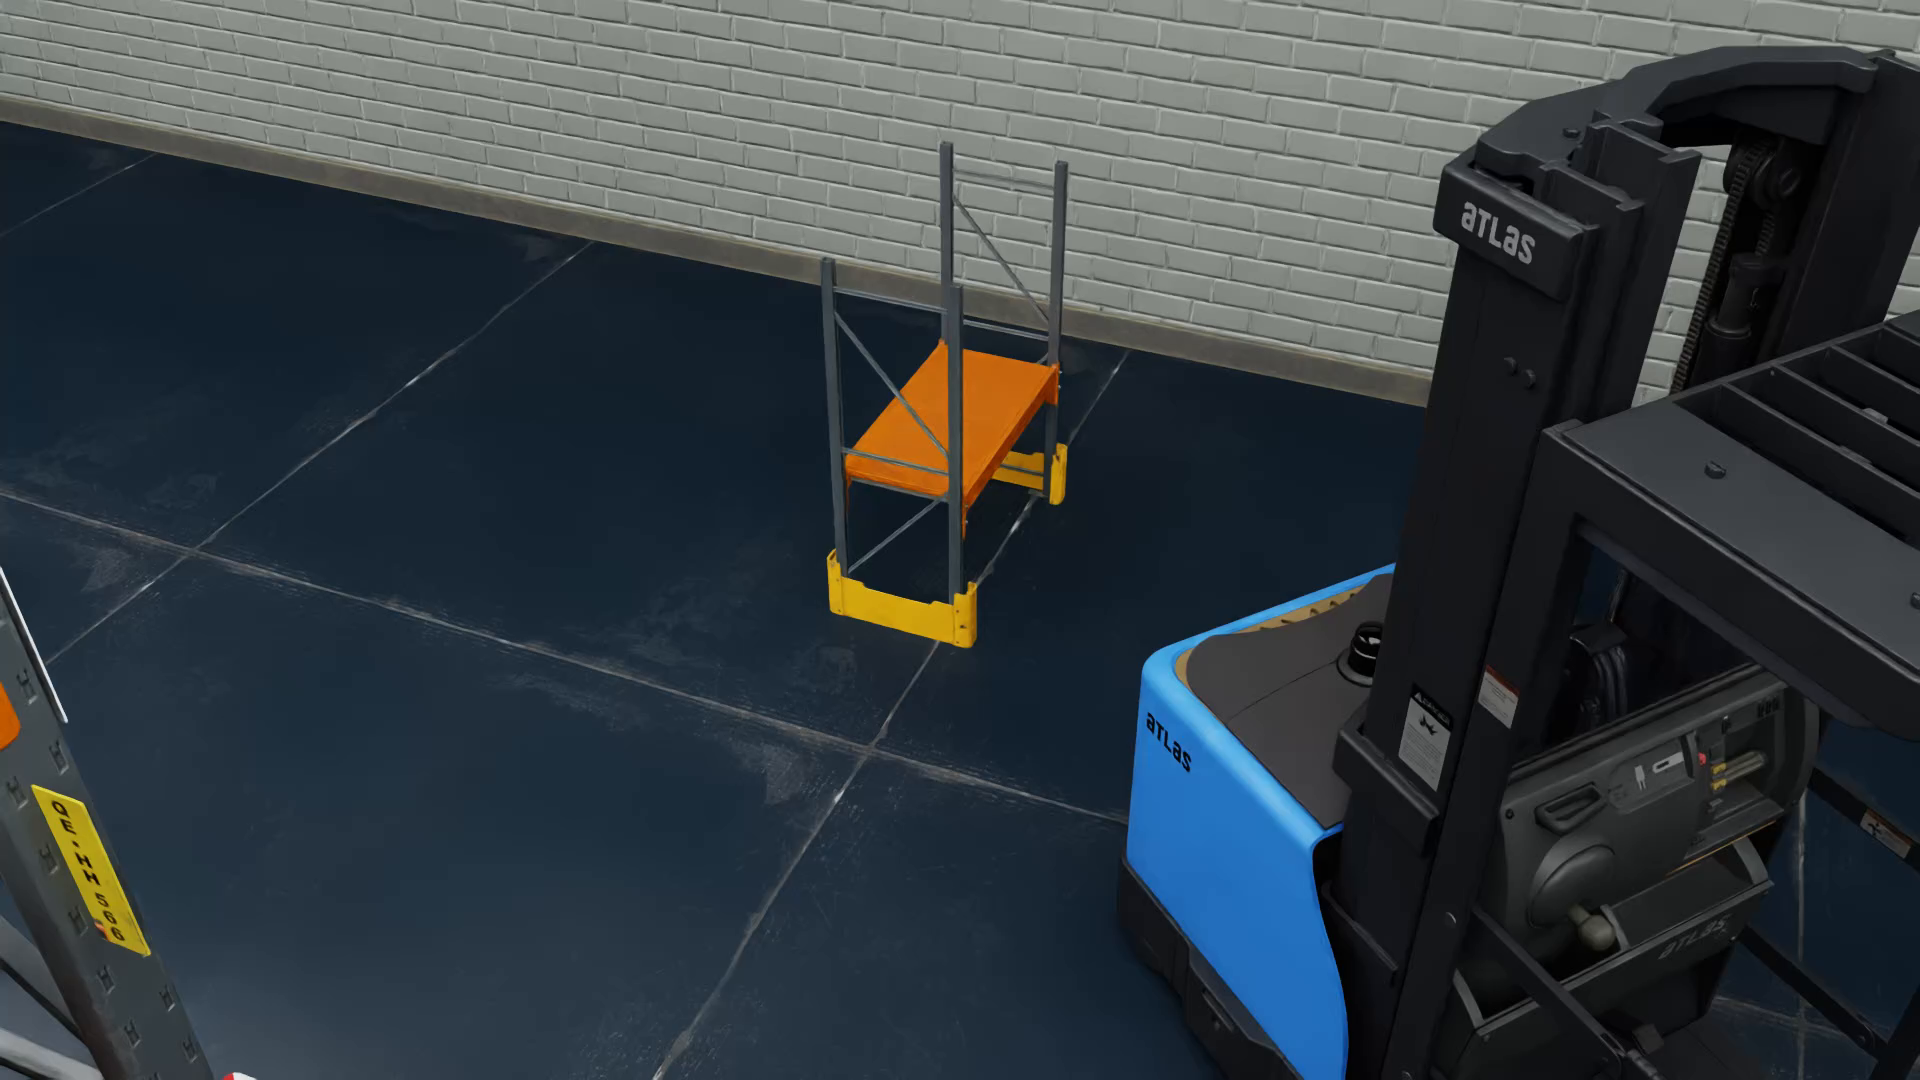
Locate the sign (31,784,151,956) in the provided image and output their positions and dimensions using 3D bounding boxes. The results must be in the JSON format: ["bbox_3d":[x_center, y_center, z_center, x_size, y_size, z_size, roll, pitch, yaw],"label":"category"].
[{"bbox_3d":[-1.269,0.486,2.429,0.100,0.325,0.005,14,39,18],"label":"sign"}]

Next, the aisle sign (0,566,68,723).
[{"bbox_3d":[-1.461,-0.099,2.206,0.394,0.787,0.004,14,39,18],"label":"aisle sign"}]

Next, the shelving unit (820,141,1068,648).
[{"bbox_3d":[-0.029,-0.559,6.245,0.587,1.500,1.083,14,39,18],"label":"shelving unit"}]

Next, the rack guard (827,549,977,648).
[{"bbox_3d":[-0.218,0.218,6.250,0.587,0.250,0.087,14,39,18],"label":"rack guard"}]

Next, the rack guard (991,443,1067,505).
[{"bbox_3d":[0.160,-0.334,6.988,0.587,0.250,0.087,14,39,18],"label":"rack guard"}]

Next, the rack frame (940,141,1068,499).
[{"bbox_3d":[0.161,-0.835,6.614,0.500,1.500,0.032,14,39,18],"label":"rack frame"}]

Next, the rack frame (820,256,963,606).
[{"bbox_3d":[-0.226,-0.272,5.861,0.500,1.500,0.032,14,39,18],"label":"rack frame"}]

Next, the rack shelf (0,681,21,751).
[{"bbox_3d":[-2.527,1.108,0.858,1.077,0.370,4.000,14,39,18],"label":"rack shelf"}]

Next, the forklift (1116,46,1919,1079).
[{"bbox_3d":[1.619,0.641,3.444,1.130,2.935,3.031,-18,40,-22],"label":"forklift"}]

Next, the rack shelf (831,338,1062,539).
[{"bbox_3d":[-0.032,-0.409,6.345,0.538,0.185,1.000,14,39,18],"label":"rack shelf"}]
